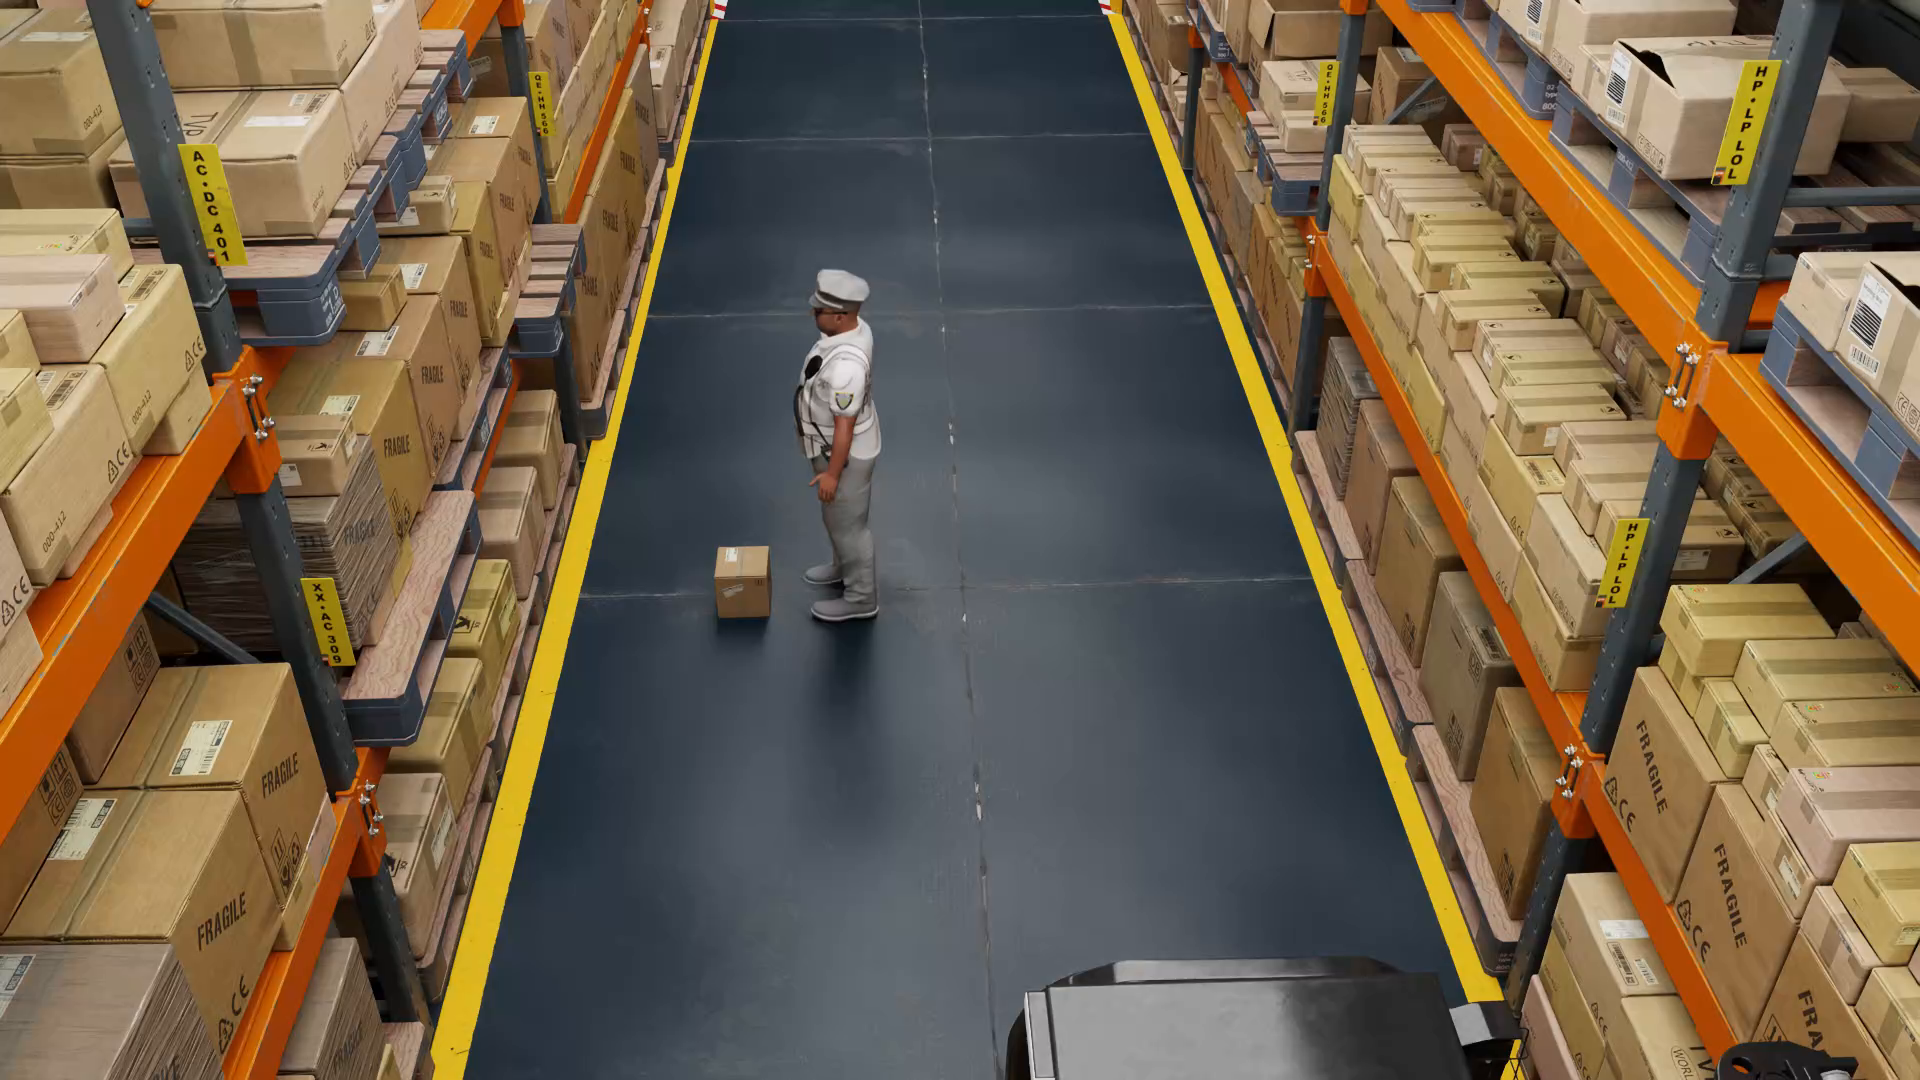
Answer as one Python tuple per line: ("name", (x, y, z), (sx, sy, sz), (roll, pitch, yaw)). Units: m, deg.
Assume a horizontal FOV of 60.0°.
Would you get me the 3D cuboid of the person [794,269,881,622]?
("person", (-0.575, -0.426, 7.742), (0.418, 1.775, 0.536), (-1, 35, -2))
